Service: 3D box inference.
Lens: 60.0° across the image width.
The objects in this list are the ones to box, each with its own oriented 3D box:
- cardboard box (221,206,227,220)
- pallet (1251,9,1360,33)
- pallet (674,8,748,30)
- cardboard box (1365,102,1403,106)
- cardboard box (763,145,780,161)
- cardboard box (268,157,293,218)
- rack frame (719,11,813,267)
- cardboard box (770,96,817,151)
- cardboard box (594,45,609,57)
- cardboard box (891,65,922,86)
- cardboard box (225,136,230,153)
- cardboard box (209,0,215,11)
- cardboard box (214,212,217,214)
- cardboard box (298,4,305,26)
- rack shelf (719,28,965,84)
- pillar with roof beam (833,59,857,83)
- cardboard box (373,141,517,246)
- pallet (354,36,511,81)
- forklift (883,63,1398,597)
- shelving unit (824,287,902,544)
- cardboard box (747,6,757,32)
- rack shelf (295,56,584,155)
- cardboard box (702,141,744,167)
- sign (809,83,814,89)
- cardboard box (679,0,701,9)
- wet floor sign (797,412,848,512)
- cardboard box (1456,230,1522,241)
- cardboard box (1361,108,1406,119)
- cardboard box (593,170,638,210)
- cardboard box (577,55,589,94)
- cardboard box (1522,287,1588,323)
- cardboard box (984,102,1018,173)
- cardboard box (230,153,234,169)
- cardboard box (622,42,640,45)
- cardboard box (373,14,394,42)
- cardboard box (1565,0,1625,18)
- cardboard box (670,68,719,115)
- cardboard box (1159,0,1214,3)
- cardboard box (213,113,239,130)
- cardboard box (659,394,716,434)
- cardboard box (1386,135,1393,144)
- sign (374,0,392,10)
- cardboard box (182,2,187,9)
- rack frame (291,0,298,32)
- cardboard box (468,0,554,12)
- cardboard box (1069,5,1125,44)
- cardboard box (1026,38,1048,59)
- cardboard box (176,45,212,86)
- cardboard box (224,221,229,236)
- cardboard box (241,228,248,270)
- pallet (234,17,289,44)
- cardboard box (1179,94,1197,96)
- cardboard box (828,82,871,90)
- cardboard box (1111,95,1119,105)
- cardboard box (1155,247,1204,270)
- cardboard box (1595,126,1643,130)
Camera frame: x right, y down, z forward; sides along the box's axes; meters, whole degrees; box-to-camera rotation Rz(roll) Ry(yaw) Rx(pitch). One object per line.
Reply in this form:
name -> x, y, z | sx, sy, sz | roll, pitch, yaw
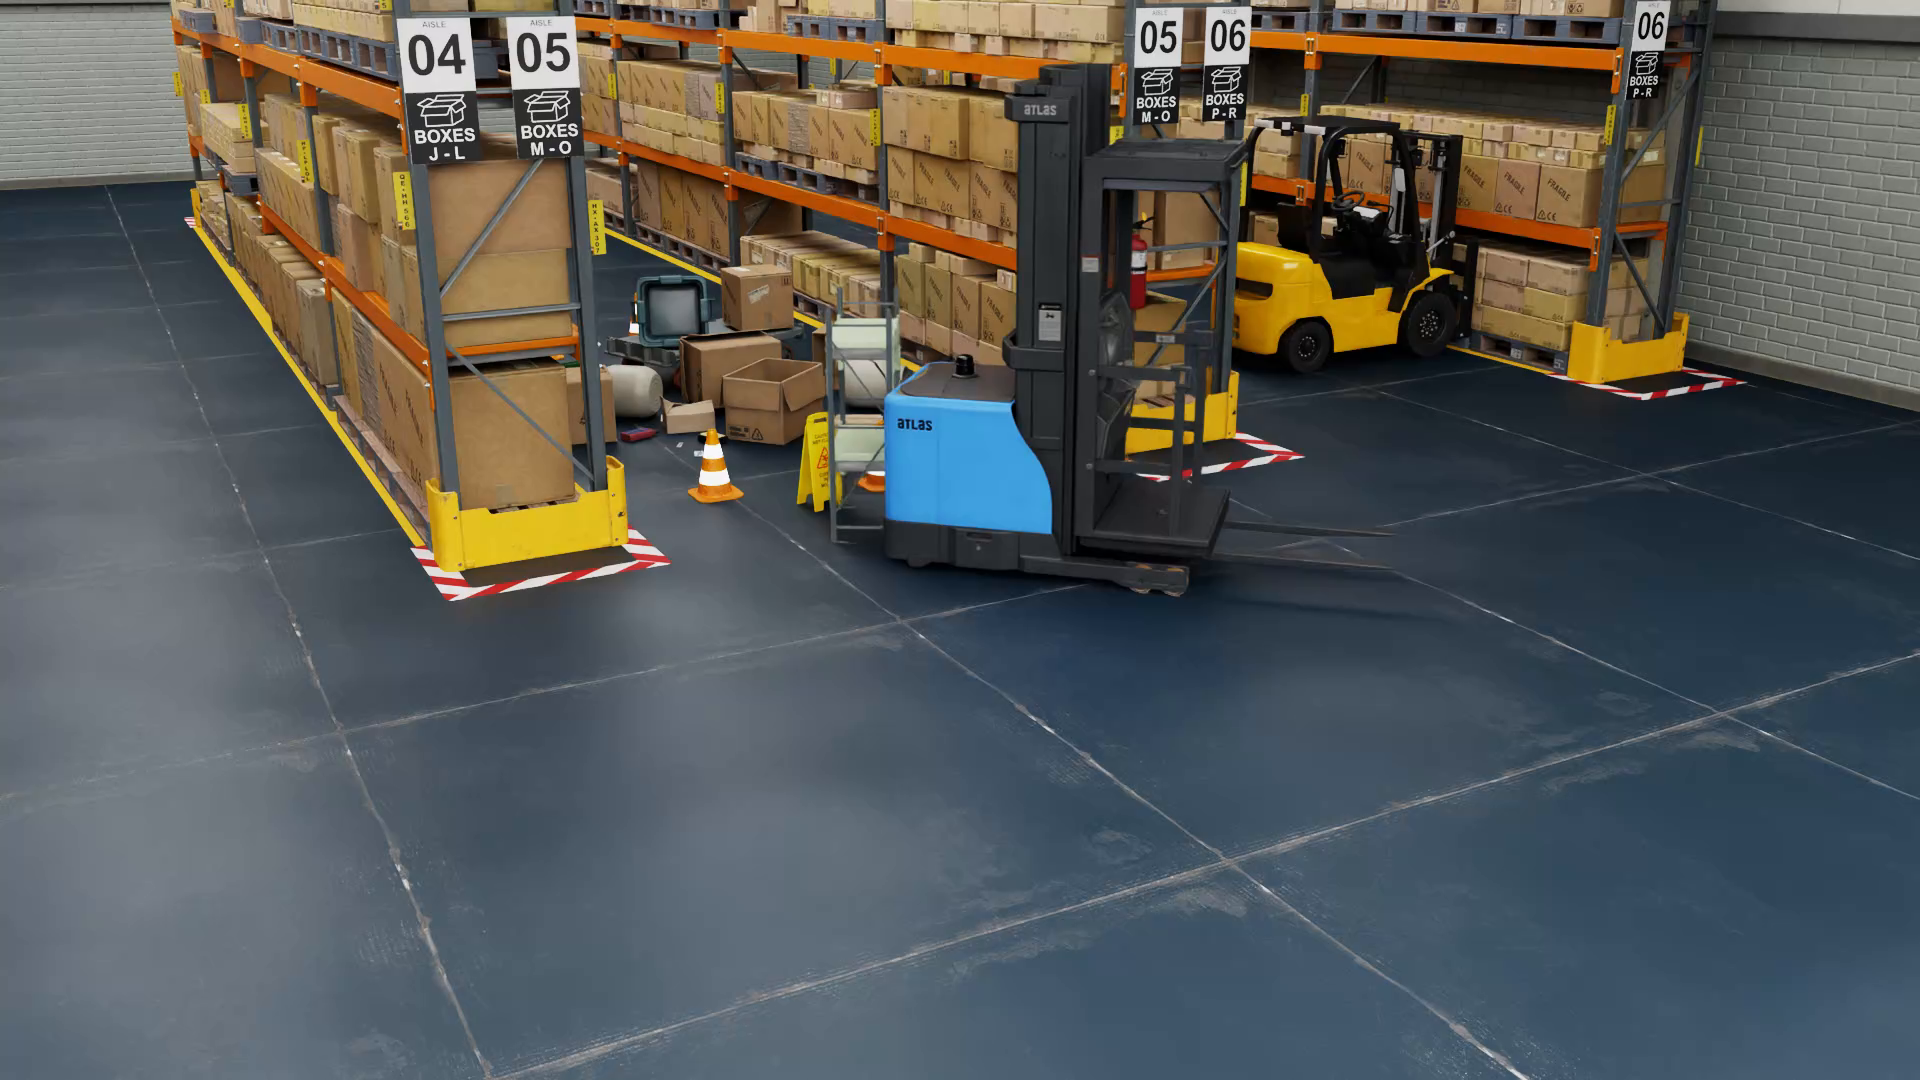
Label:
cardboard box -> -8.947, -4.068, 20.638 | 0.380, 0.149, 0.250 | -10, 21, -26
pallet -> 3.651, -5.655, 18.116 | 0.805, 0.209, 1.217 | -11, 22, -29
pallet -> -2.538, -5.960, 18.996 | 1.213, 0.211, 1.003 | -9, 21, -24
cardboard box -> 4.498, -4.526, 17.546 | 0.380, 0.149, 0.250 | -10, 21, -27
cardboard box -> -1.888, -4.158, 17.825 | 0.380, 0.149, 0.250 | -10, 21, -26
cardboard box -> -6.035, -3.245, 15.284 | 0.500, 0.500, 0.500 | -10, 21, -27
rack frame -> -2.185, -4.455, 18.943 | 1.000, 3.000, 0.127 | -10, 21, -27
cardboard box -> -1.663, -4.376, 17.462 | 0.500, 0.500, 0.500 | -10, 21, -26
cardboard box -> -4.786, -6.704, 22.781 | 0.380, 0.149, 0.250 | -10, 21, -27
cardboard box -> -0.926, -7.343, 25.937 | 0.500, 0.500, 0.500 | -9, 21, -25
cardboard box -> -7.384, -4.102, 17.206 | 0.380, 0.149, 0.250 | -9, 21, -25
cardboard box -> -7.775, -6.009, 18.046 | 0.797, 0.503, 0.637 | -10, 22, -27
cardboard box -> -9.775, -4.325, 22.293 | 0.380, 0.149, 0.250 | -10, 21, -27
cardboard box -> -4.596, -3.824, 12.106 | 0.380, 0.149, 0.250 | -10, 21, -26
rack shelf -> -1.235, -4.958, 16.907 | 1.077, 0.370, 4.000 | -10, 21, -27
pillar with roof beam -> -5.893, -10.604, 27.566 | 9.100, 9.000, 0.400 | -10, 21, -27
cardboard box -> -3.179, -2.200, 10.523 | 0.875, 0.550, 0.550 | -10, 21, -27
pallet -> -3.056, -2.950, 10.119 | 1.003, 0.211, 1.213 | -10, 21, -27
forklift -> 1.108, -1.249, 9.758 | 3.031, 2.935, 1.130 | 5, 20, 14
shelving unit -> -0.606, -0.809, 10.668 | 0.431, 1.500, 0.755 | 1, 19, 1
cardboard box -> -2.064, -5.619, 17.925 | 0.396, 0.266, 0.258 | -10, 21, -27
rack shelf -> -3.644, -3.014, 11.273 | 1.077, 0.370, 4.000 | -10, 21, -27
cardboard box -> -2.654, -4.489, 19.271 | 0.500, 0.250, 0.500 | -11, 22, -29
sign -> -1.712, -5.051, 19.018 | 0.100, 0.325, 0.005 | -10, 21, -27
cardboard box -> -2.822, -6.373, 19.107 | 0.700, 0.500, 0.500 | -11, 22, -29
wet floor sign -> -0.938, -0.548, 11.230 | 0.267, 0.644, 0.232 | -14, 24, -36
cardboard box -> 5.213, -2.903, 16.484 | 0.500, 0.250, 0.500 | -10, 22, -28
cardboard box -> 4.304, -4.301, 16.892 | 0.380, 0.149, 0.250 | -10, 22, -28
cardboard box -> -4.714, -5.044, 23.935 | 0.875, 0.438, 0.875 | -11, 22, -28
cardboard box -> -5.035, -6.507, 23.205 | 0.500, 0.500, 0.500 | -10, 21, -26
cardboard box -> 5.474, -2.154, 15.081 | 0.500, 0.250, 0.500 | -10, 22, -27
cardboard box -> 0.613, -3.208, 13.189 | 0.700, 0.500, 0.500 | -10, 22, -27
cardboard box -> -7.249, -3.881, 17.020 | 0.380, 0.149, 0.250 | -10, 21, -27
cardboard box -> -4.657, -6.919, 23.404 | 0.380, 0.149, 0.250 | -10, 21, -27
cardboard box -> -3.151, -2.950, 9.572 | 0.380, 0.149, 0.250 | -10, 21, -27
cardboard box -> 5.556, -4.728, 14.187 | 0.500, 0.500, 0.500 | -9, 21, -25
cardboard box -> -3.142, -5.372, 19.915 | 0.500, 0.500, 0.500 | -10, 21, -27
cardboard box -> 1.625, -3.968, 12.096 | 0.380, 0.149, 0.250 | -10, 21, -27
cardboard box -> -7.865, -4.536, 18.008 | 0.380, 0.149, 0.250 | -9, 21, -25
cardboard box -> -2.157, -1.010, 13.152 | 0.396, 0.266, 0.258 | -6, 20, -17
cardboard box -> 4.449, -3.996, 16.464 | 0.380, 0.149, 0.250 | -10, 22, -27
sign -> -3.179, -3.081, 9.128 | 0.100, 0.325, 0.005 | -10, 21, -27
cardboard box -> -9.332, -6.544, 20.629 | 0.500, 0.250, 0.500 | -10, 22, -27
rack frame -> -4.594, -5.347, 12.330 | 1.000, 3.000, 0.127 | -10, 21, -27
cardboard box -> -2.698, -3.274, 9.900 | 0.500, 0.250, 0.500 | -10, 21, -27
cardboard box -> 1.134, -3.751, 12.079 | 0.500, 0.250, 0.500 | -10, 22, -27
cardboard box -> 0.733, -3.812, 12.865 | 0.380, 0.149, 0.250 | -10, 21, -27
cardboard box -> -10.313, -6.446, 22.571 | 0.500, 0.500, 0.500 | -10, 21, -27
cardboard box -> -8.822, -3.840, 20.432 | 0.380, 0.149, 0.250 | -10, 21, -26
cardboard box -> -7.762, -3.271, 18.701 | 0.500, 0.500, 0.500 | -10, 21, -26
pallet -> -6.141, -4.811, 15.666 | 1.213, 0.211, 1.003 | -9, 21, -24
cardboard box -> 2.737, -5.459, 20.704 | 0.380, 0.149, 0.250 | -9, 21, -25
cardboard box -> -1.160, -4.722, 17.469 | 0.380, 0.149, 0.250 | -11, 22, -29
cardboard box -> 2.074, -5.441, 20.654 | 0.380, 0.149, 0.250 | -9, 21, -25
cardboard box -> 1.635, -2.169, 12.704 | 0.380, 0.149, 0.250 | -10, 21, -26
cardboard box -> 5.938, -3.638, 14.972 | 0.380, 0.149, 0.250 | -9, 21, -25
